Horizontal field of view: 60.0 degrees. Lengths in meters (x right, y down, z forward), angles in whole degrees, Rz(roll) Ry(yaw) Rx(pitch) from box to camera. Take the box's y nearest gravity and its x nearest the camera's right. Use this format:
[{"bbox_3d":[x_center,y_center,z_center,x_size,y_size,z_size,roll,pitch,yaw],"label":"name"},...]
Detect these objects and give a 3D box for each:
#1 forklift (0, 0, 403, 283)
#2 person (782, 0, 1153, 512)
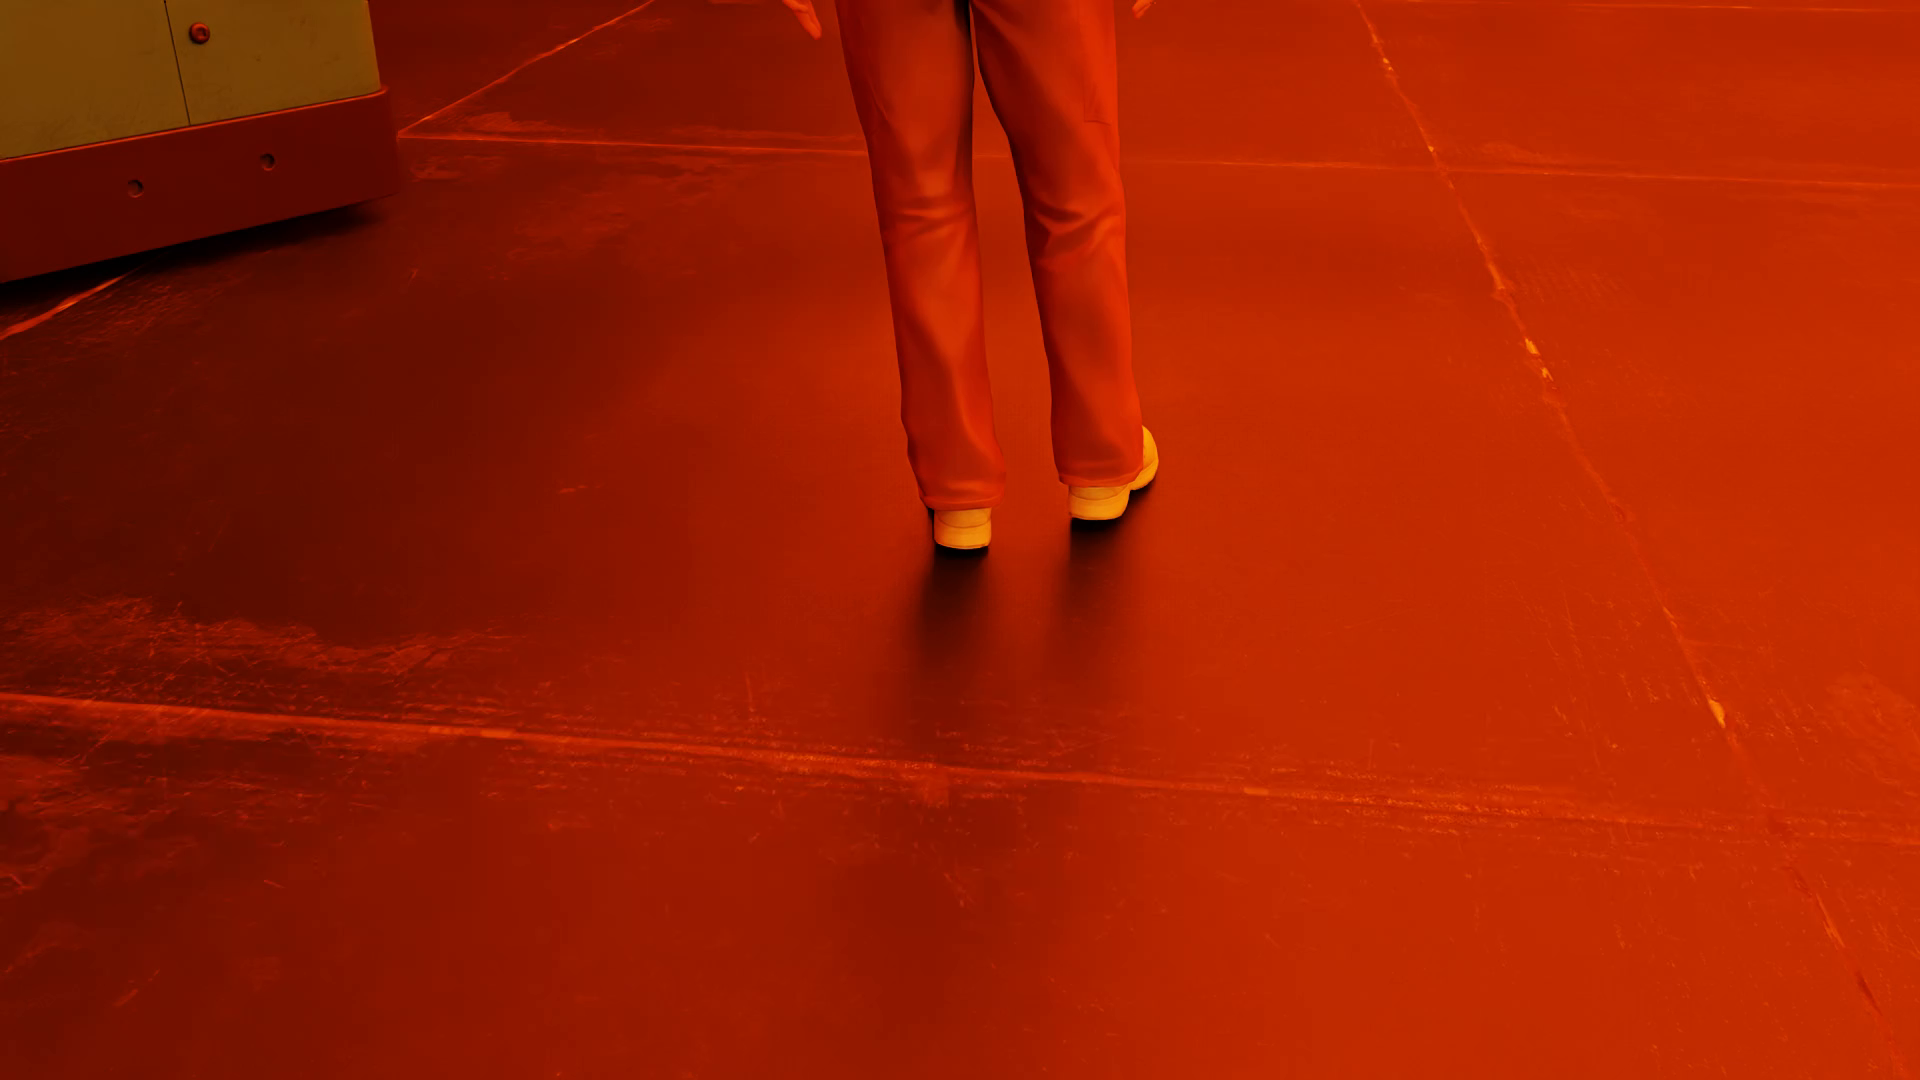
[{"bbox_3d":[-2.806,-2.361,3.949,3.031,2.935,1.130,21,33,35],"label":"forklift"},{"bbox_3d":[0.005,-0.792,2.119,0.535,1.609,0.427,3,27,7],"label":"person"}]
